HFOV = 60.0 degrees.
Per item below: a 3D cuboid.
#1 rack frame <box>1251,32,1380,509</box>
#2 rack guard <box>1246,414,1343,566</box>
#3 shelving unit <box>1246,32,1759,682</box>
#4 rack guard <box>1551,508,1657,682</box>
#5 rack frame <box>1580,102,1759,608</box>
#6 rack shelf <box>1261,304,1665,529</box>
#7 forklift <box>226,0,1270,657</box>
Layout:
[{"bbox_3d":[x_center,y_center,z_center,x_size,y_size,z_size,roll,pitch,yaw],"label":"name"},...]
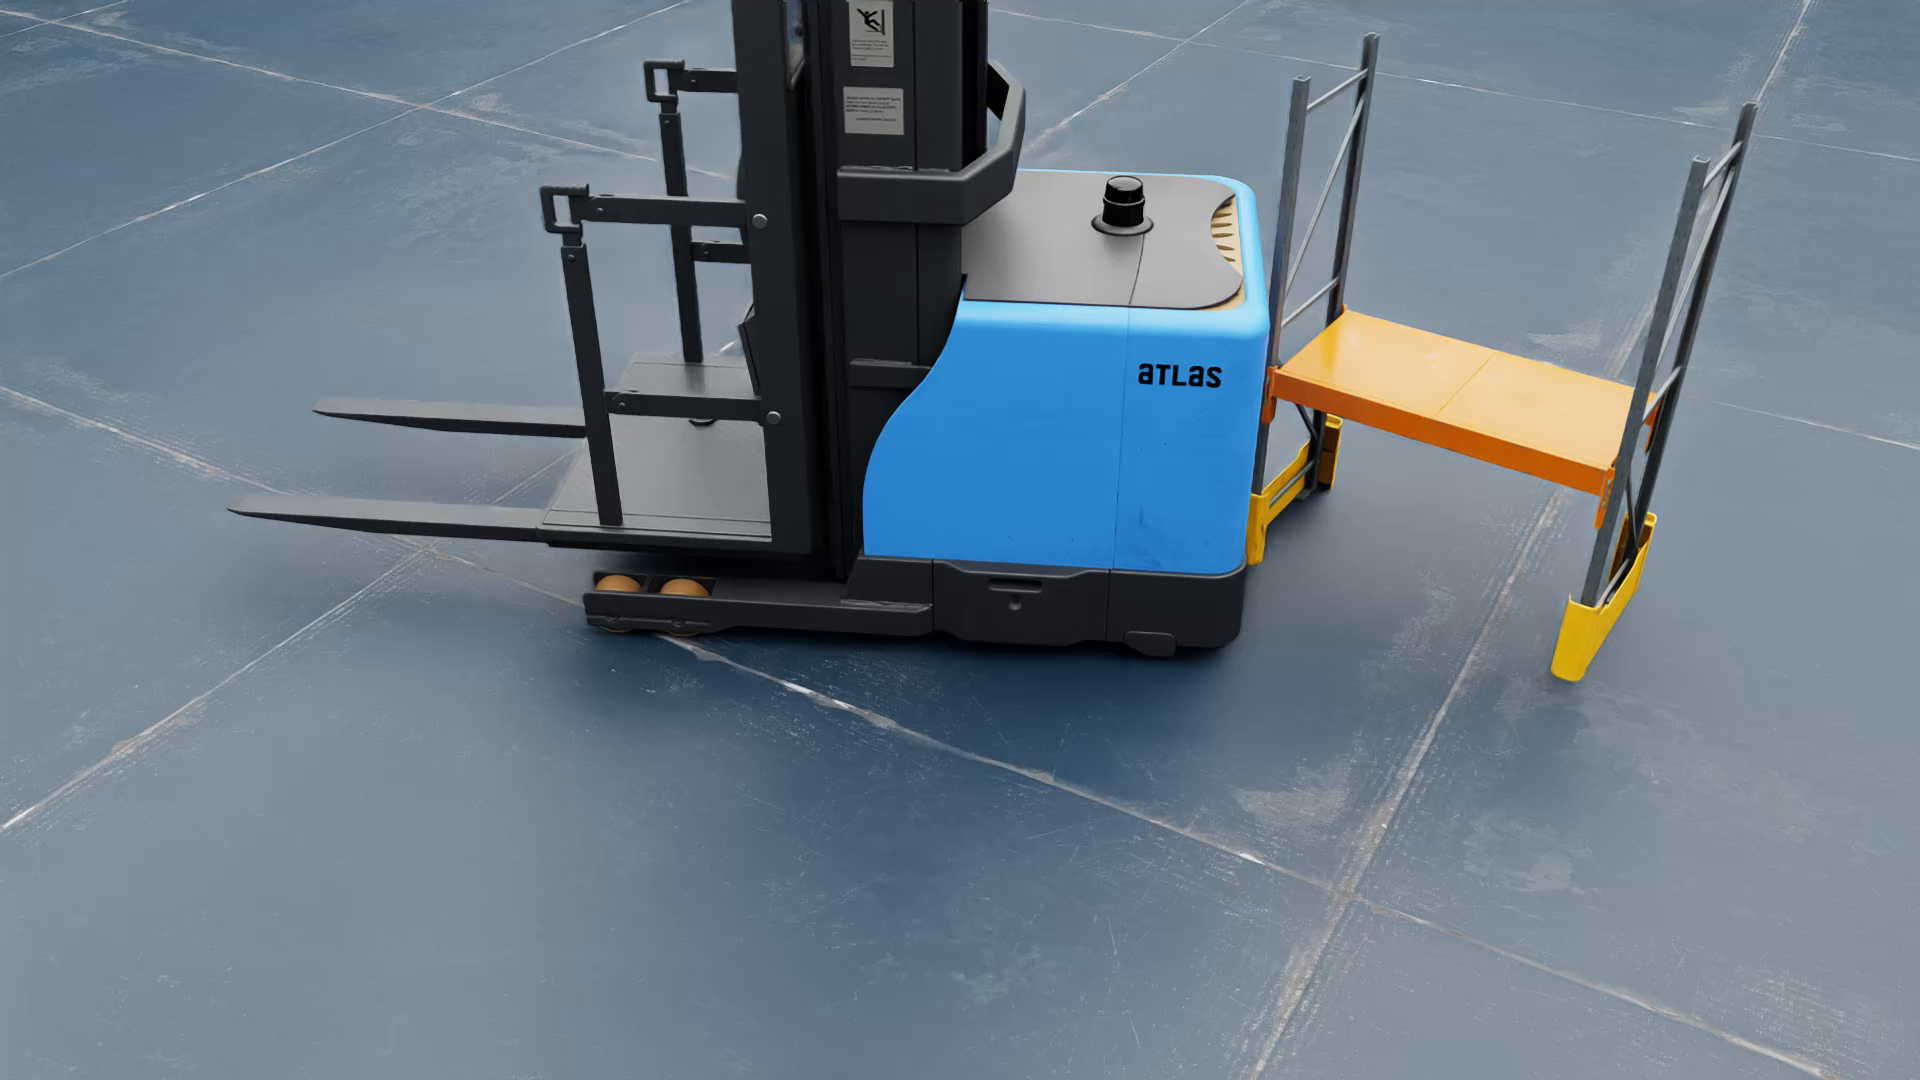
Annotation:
[{"bbox_3d":[1.029,-0.692,4.936,0.032,1.500,0.500,21,39,29],"label":"rack frame"},{"bbox_3d":[1.045,-0.166,5.273,0.087,0.250,0.587,21,39,29],"label":"rack guard"},{"bbox_3d":[1.453,-0.527,4.689,1.083,1.500,0.587,21,39,29],"label":"shelving unit"},{"bbox_3d":[1.860,0.151,4.797,0.087,0.250,0.587,21,39,29],"label":"rack guard"},{"bbox_3d":[1.861,-0.368,4.450,0.032,1.500,0.500,21,39,29],"label":"rack frame"},{"bbox_3d":[1.445,-0.381,4.793,1.000,0.185,0.538,21,39,29],"label":"rack shelf"},{"bbox_3d":[-0.666,-1.227,4.448,3.031,2.935,1.130,3,34,5],"label":"forklift"}]
